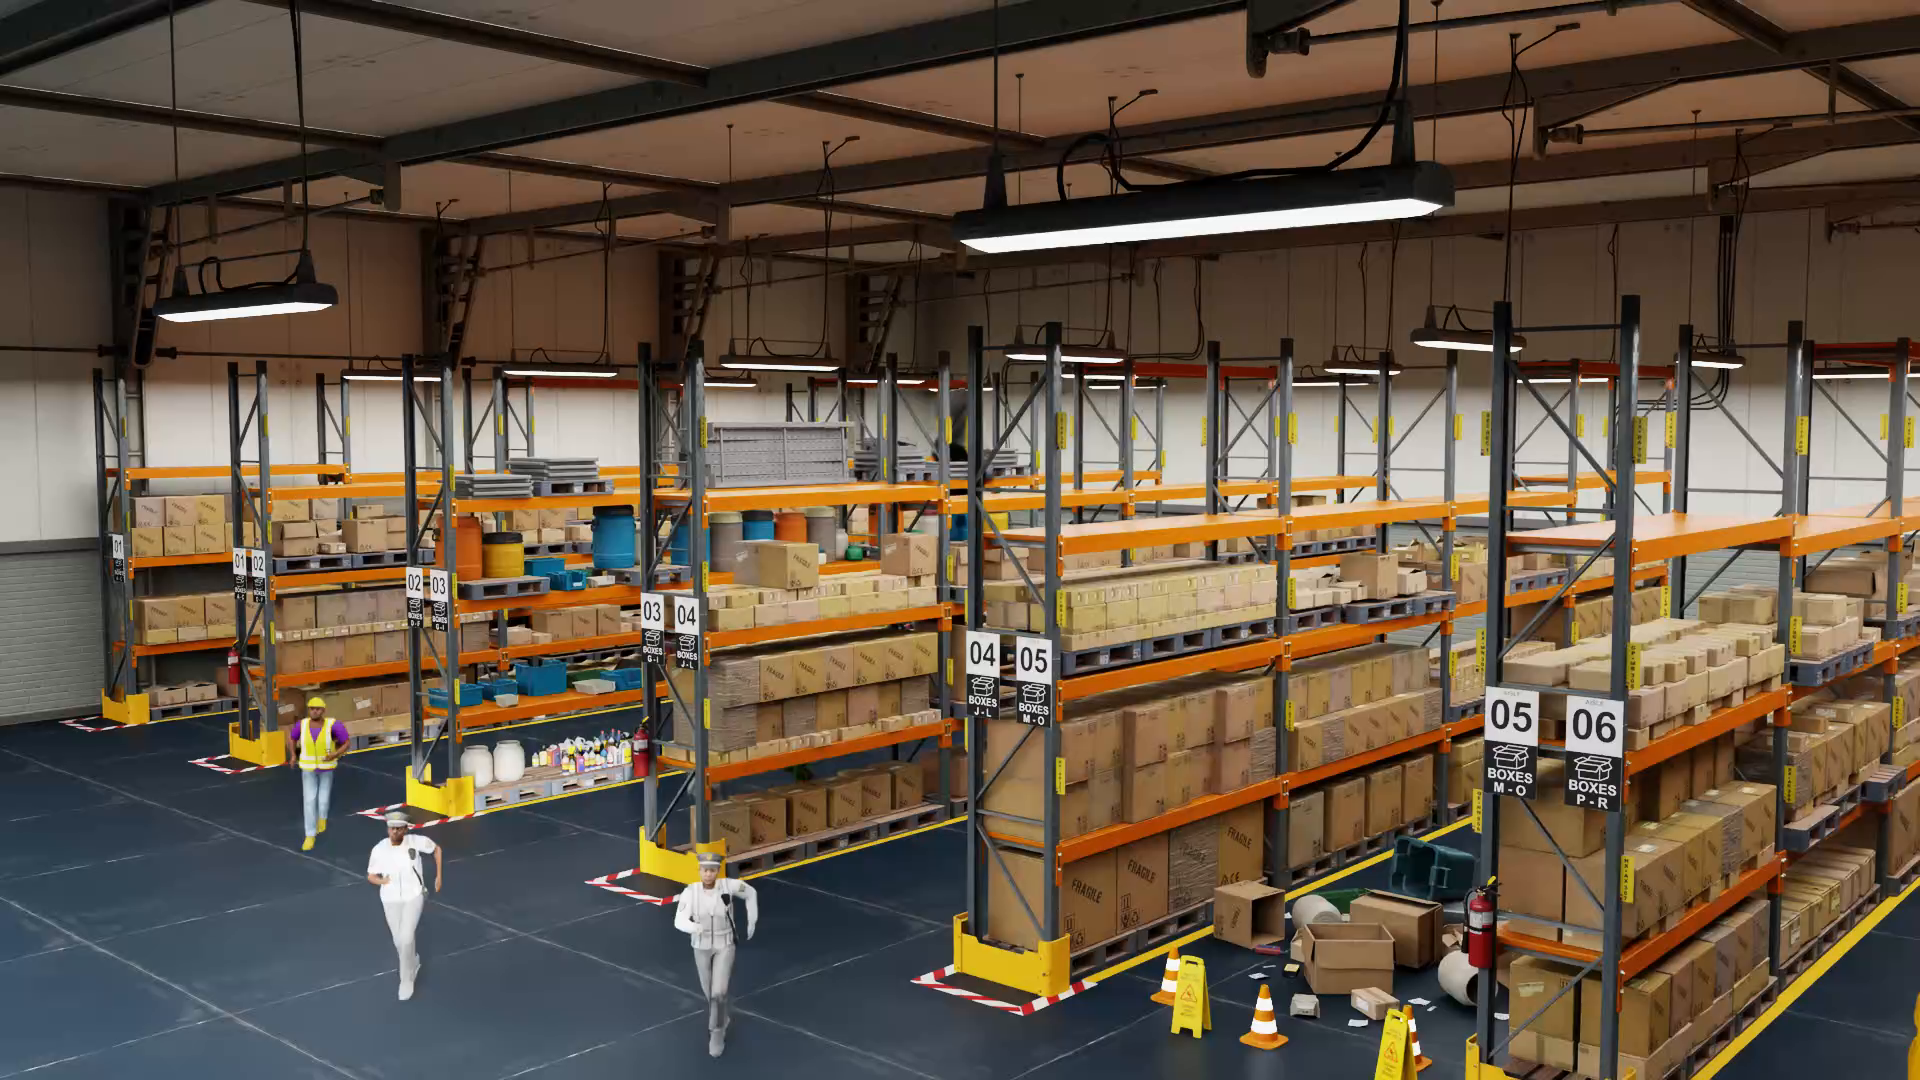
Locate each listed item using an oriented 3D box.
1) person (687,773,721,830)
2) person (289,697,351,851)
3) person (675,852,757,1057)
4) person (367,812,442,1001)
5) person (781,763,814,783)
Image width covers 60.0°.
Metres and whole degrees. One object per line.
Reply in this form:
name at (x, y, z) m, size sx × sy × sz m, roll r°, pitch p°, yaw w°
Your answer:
person at (-3.252, 2.821, 21.023) m, size 0.649 × 1.654 × 0.628 m, roll 2°, pitch 5°, yaw 30°
person at (-7.786, 2.790, 20.252) m, size 0.714 × 1.794 × 0.875 m, roll -1°, pitch 4°, yaw -18°
person at (-1.983, 3.327, 13.536) m, size 0.641 × 1.683 × 0.792 m, roll 0°, pitch 4°, yaw -1°
person at (-4.971, 3.235, 14.892) m, size 0.597 × 1.694 × 0.814 m, roll -1°, pitch 4°, yaw -8°
person at (-2.127, 2.660, 22.293) m, size 0.670 × 1.737 × 0.584 m, roll 3°, pitch 5°, yaw 39°
